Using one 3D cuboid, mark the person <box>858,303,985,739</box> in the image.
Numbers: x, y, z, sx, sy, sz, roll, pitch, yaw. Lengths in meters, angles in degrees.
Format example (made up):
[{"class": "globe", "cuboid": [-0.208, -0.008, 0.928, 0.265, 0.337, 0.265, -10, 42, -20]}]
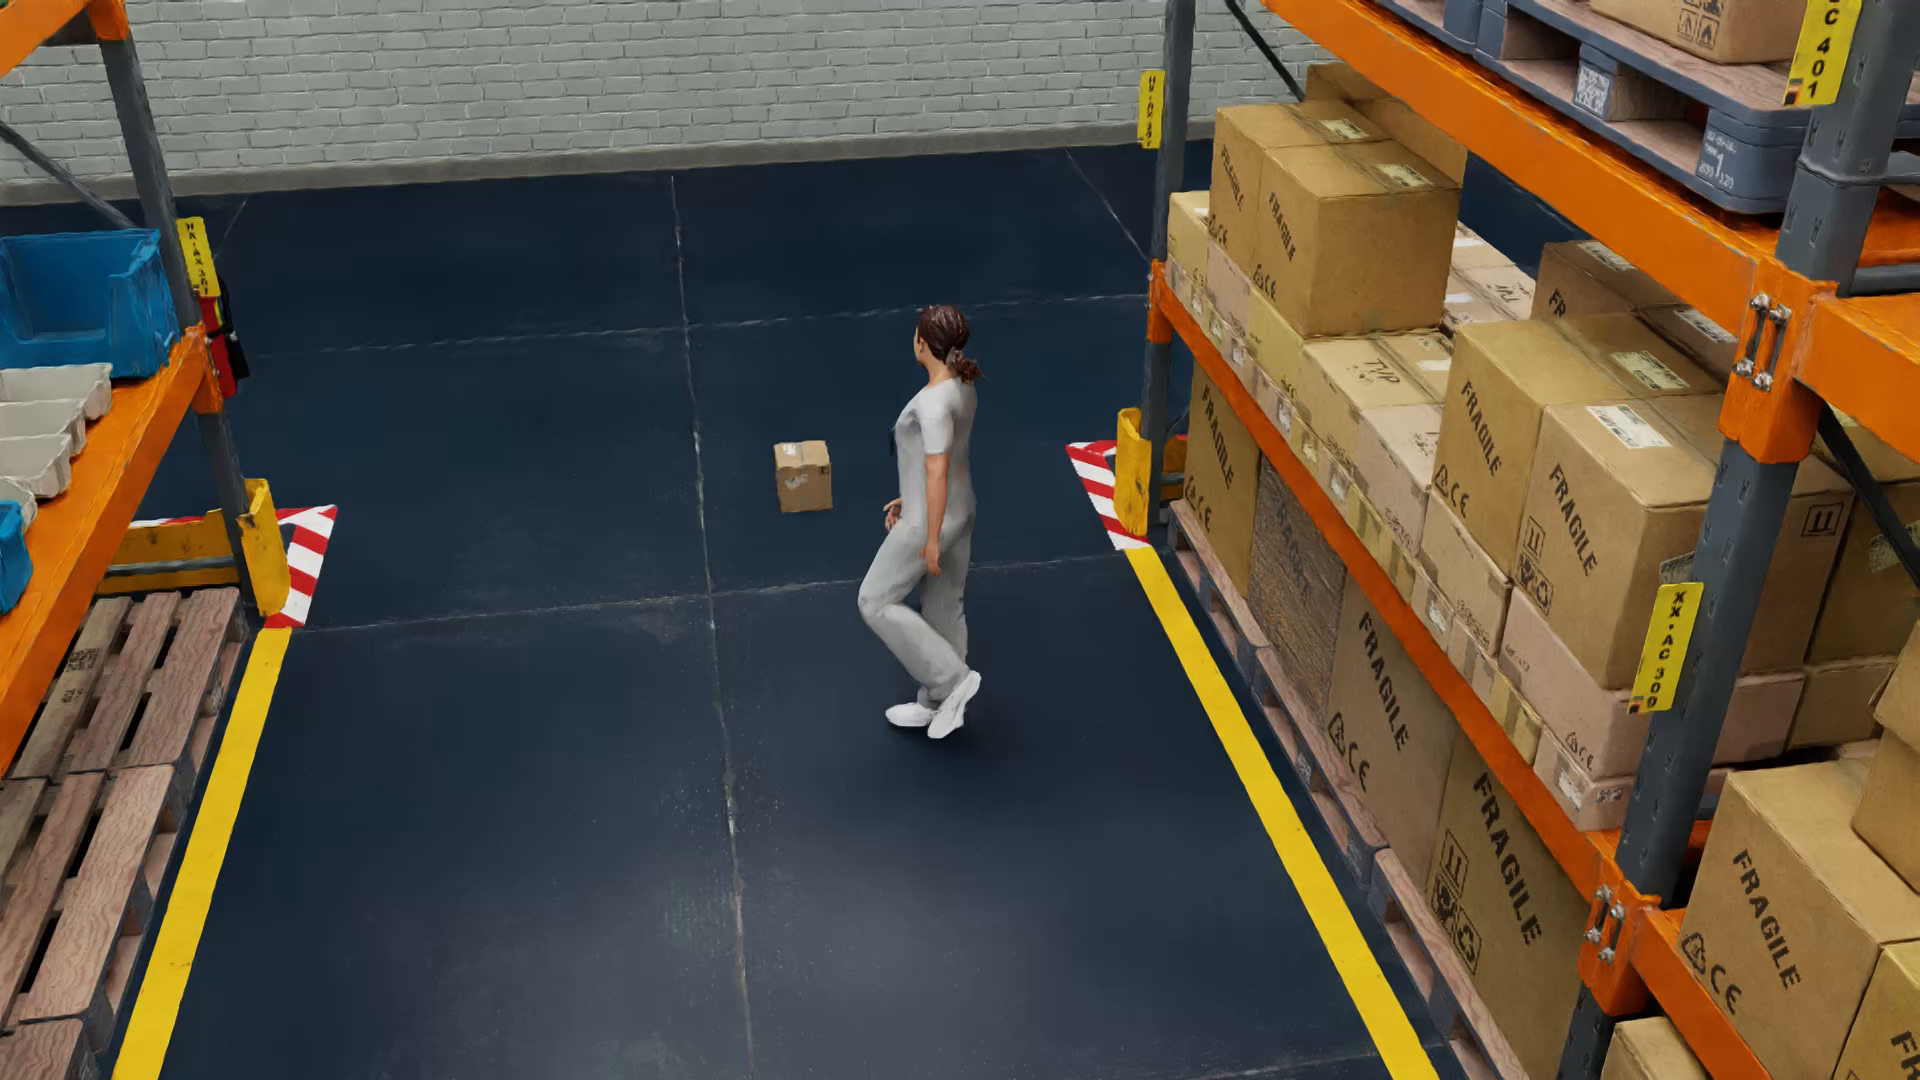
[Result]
[{"class": "person", "cuboid": [-0.116, -0.056, 6.225, 0.482, 1.634, 0.643, 7, 31, 11]}]
